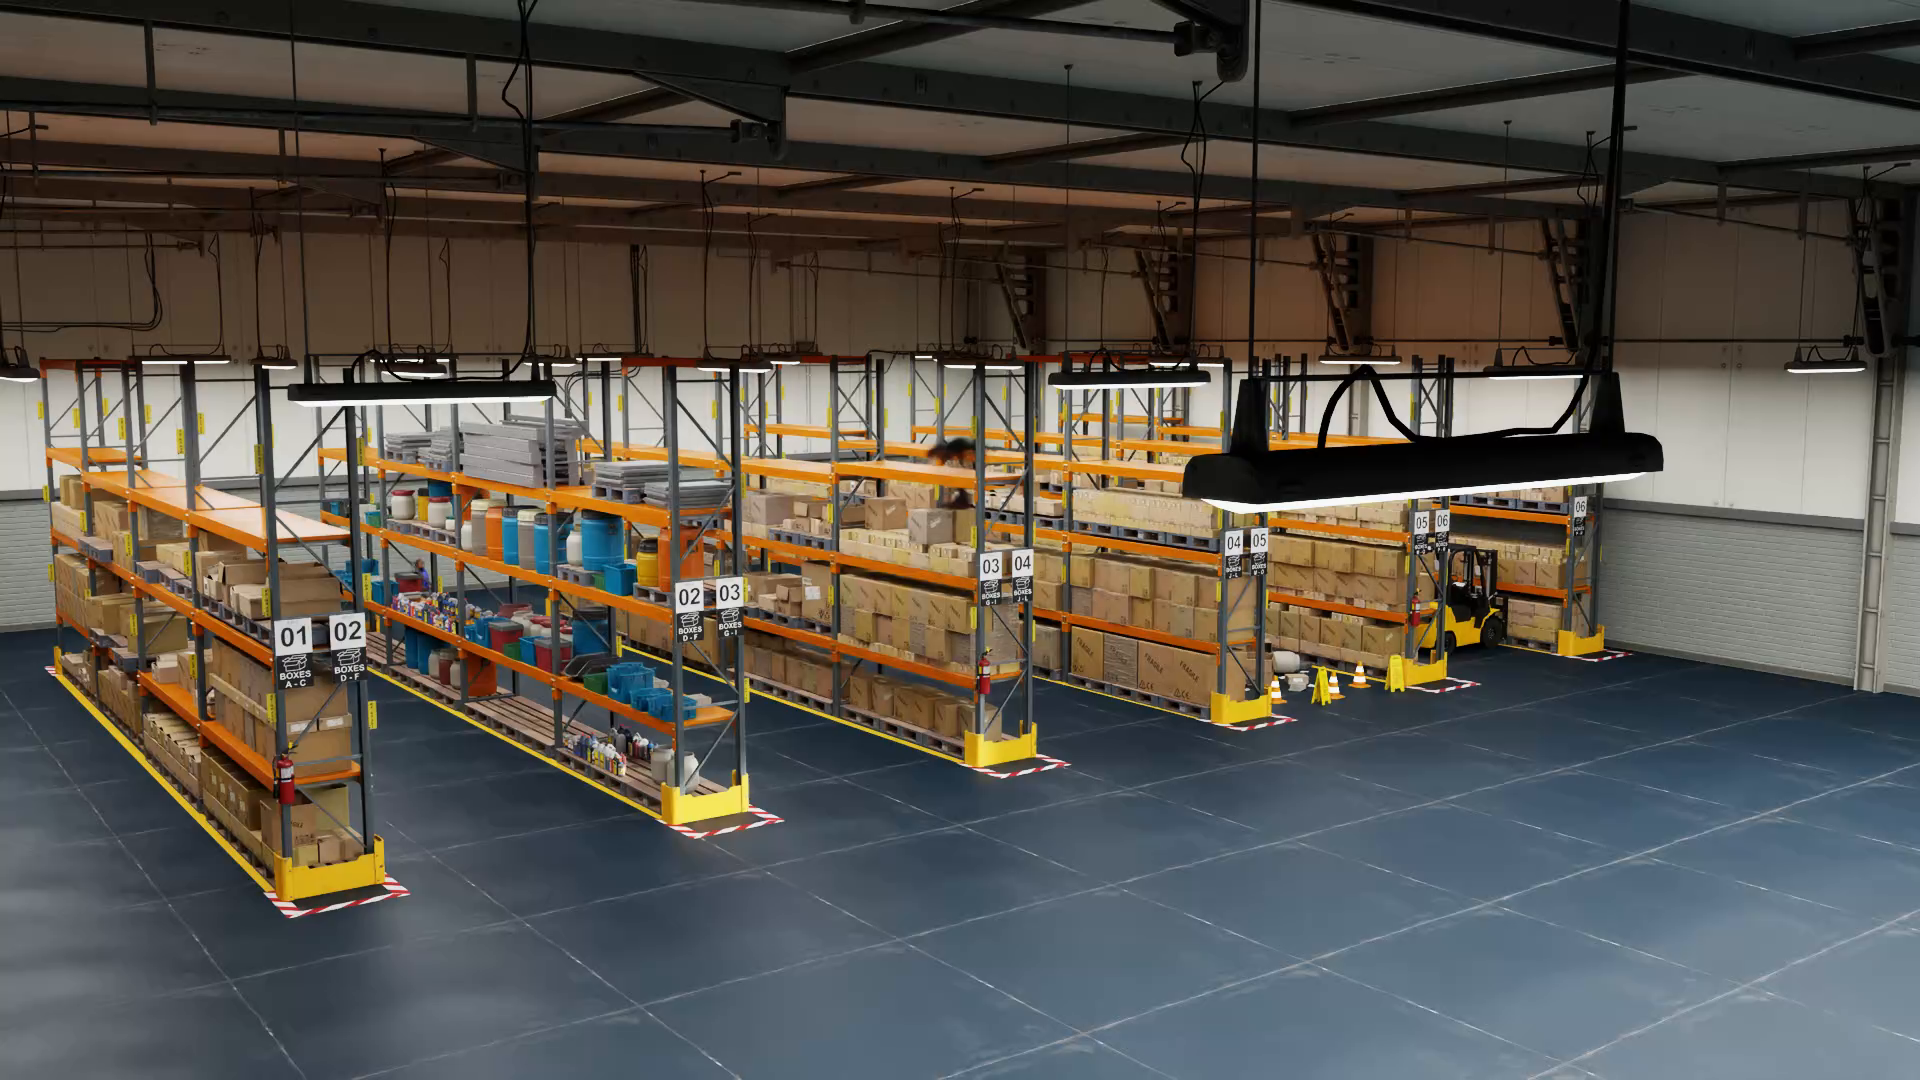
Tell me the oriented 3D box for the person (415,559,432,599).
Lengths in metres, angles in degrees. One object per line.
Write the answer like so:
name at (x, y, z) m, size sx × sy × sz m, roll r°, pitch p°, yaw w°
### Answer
person at (-11.547, 1.237, 35.668) m, size 0.890 × 1.658 × 0.618 m, roll 5°, pitch 8°, yaw 35°
